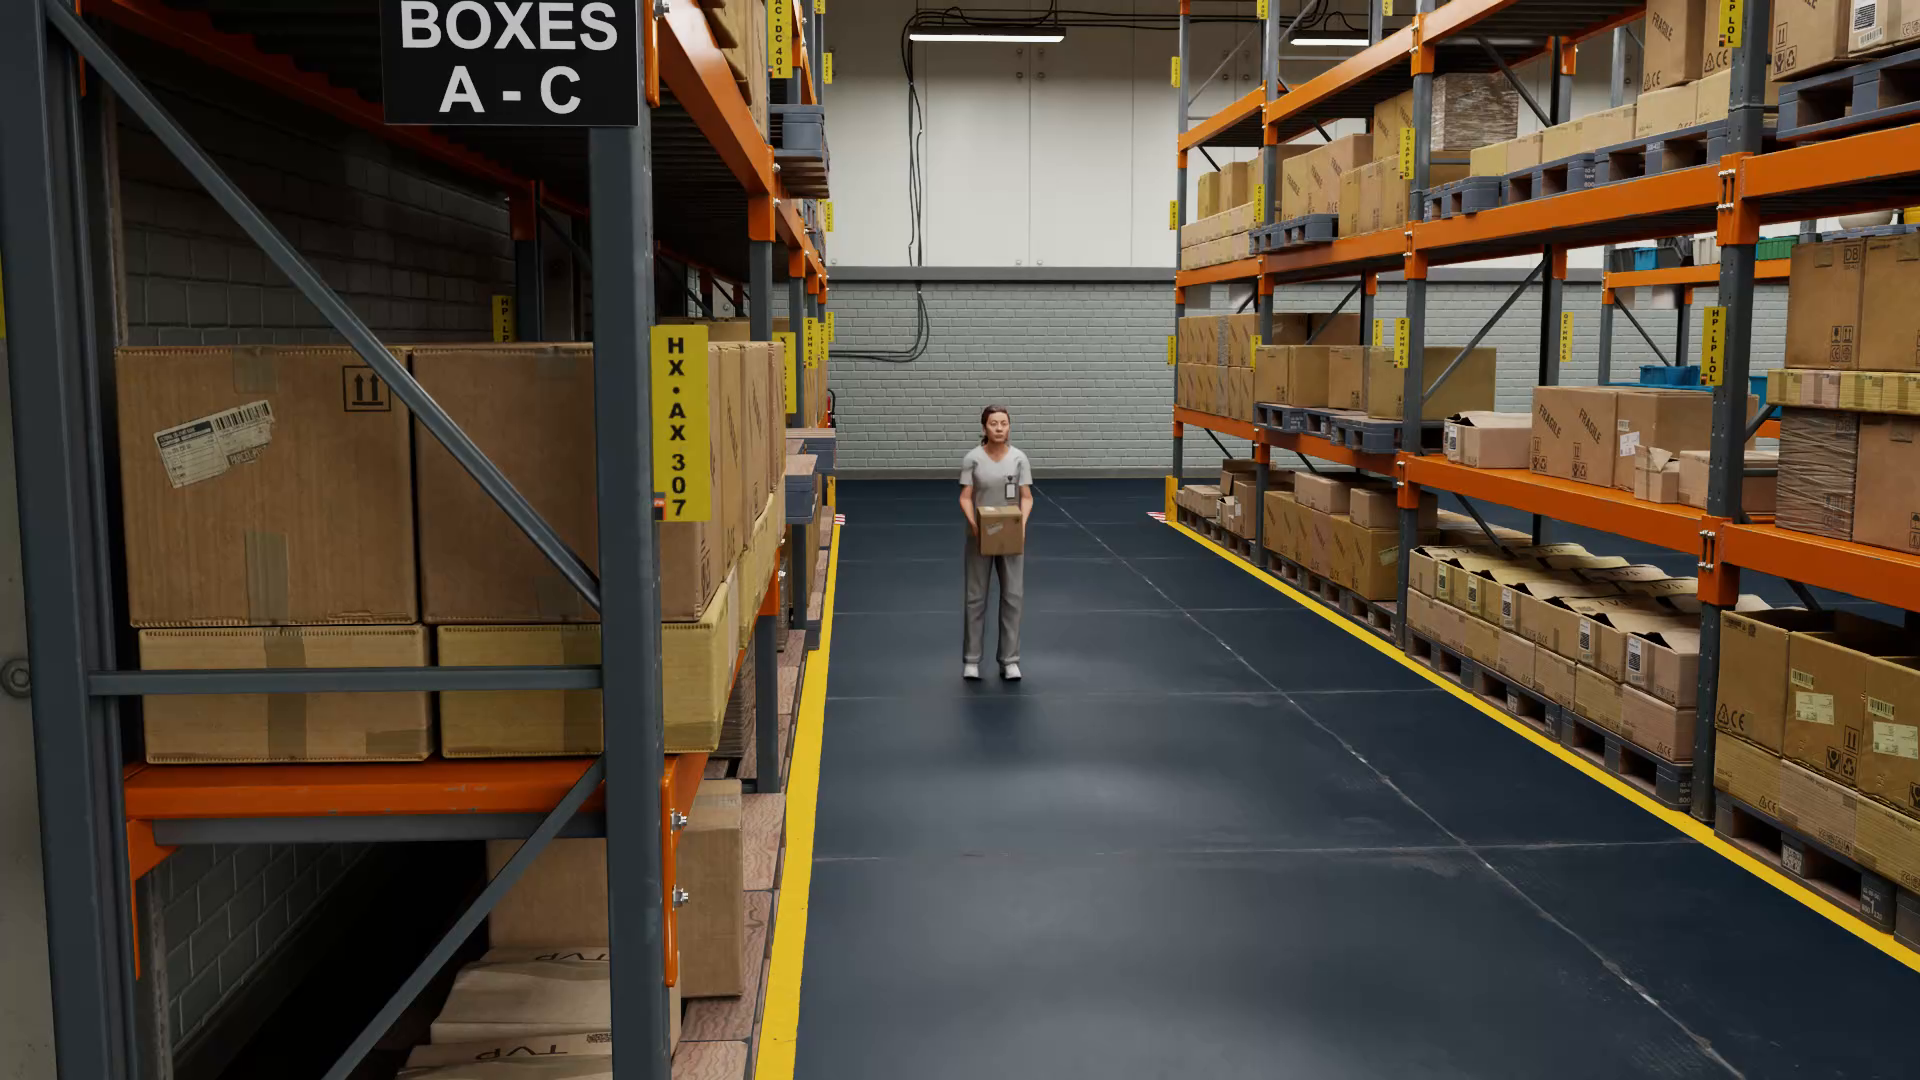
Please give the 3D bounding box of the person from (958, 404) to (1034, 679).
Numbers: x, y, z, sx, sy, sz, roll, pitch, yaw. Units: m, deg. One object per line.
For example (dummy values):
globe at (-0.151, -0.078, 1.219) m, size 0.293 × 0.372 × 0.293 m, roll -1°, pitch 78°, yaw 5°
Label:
person at (0.224, 0.008, 10.187) m, size 0.463 × 1.674 × 0.490 m, roll -1°, pitch 7°, yaw -5°
